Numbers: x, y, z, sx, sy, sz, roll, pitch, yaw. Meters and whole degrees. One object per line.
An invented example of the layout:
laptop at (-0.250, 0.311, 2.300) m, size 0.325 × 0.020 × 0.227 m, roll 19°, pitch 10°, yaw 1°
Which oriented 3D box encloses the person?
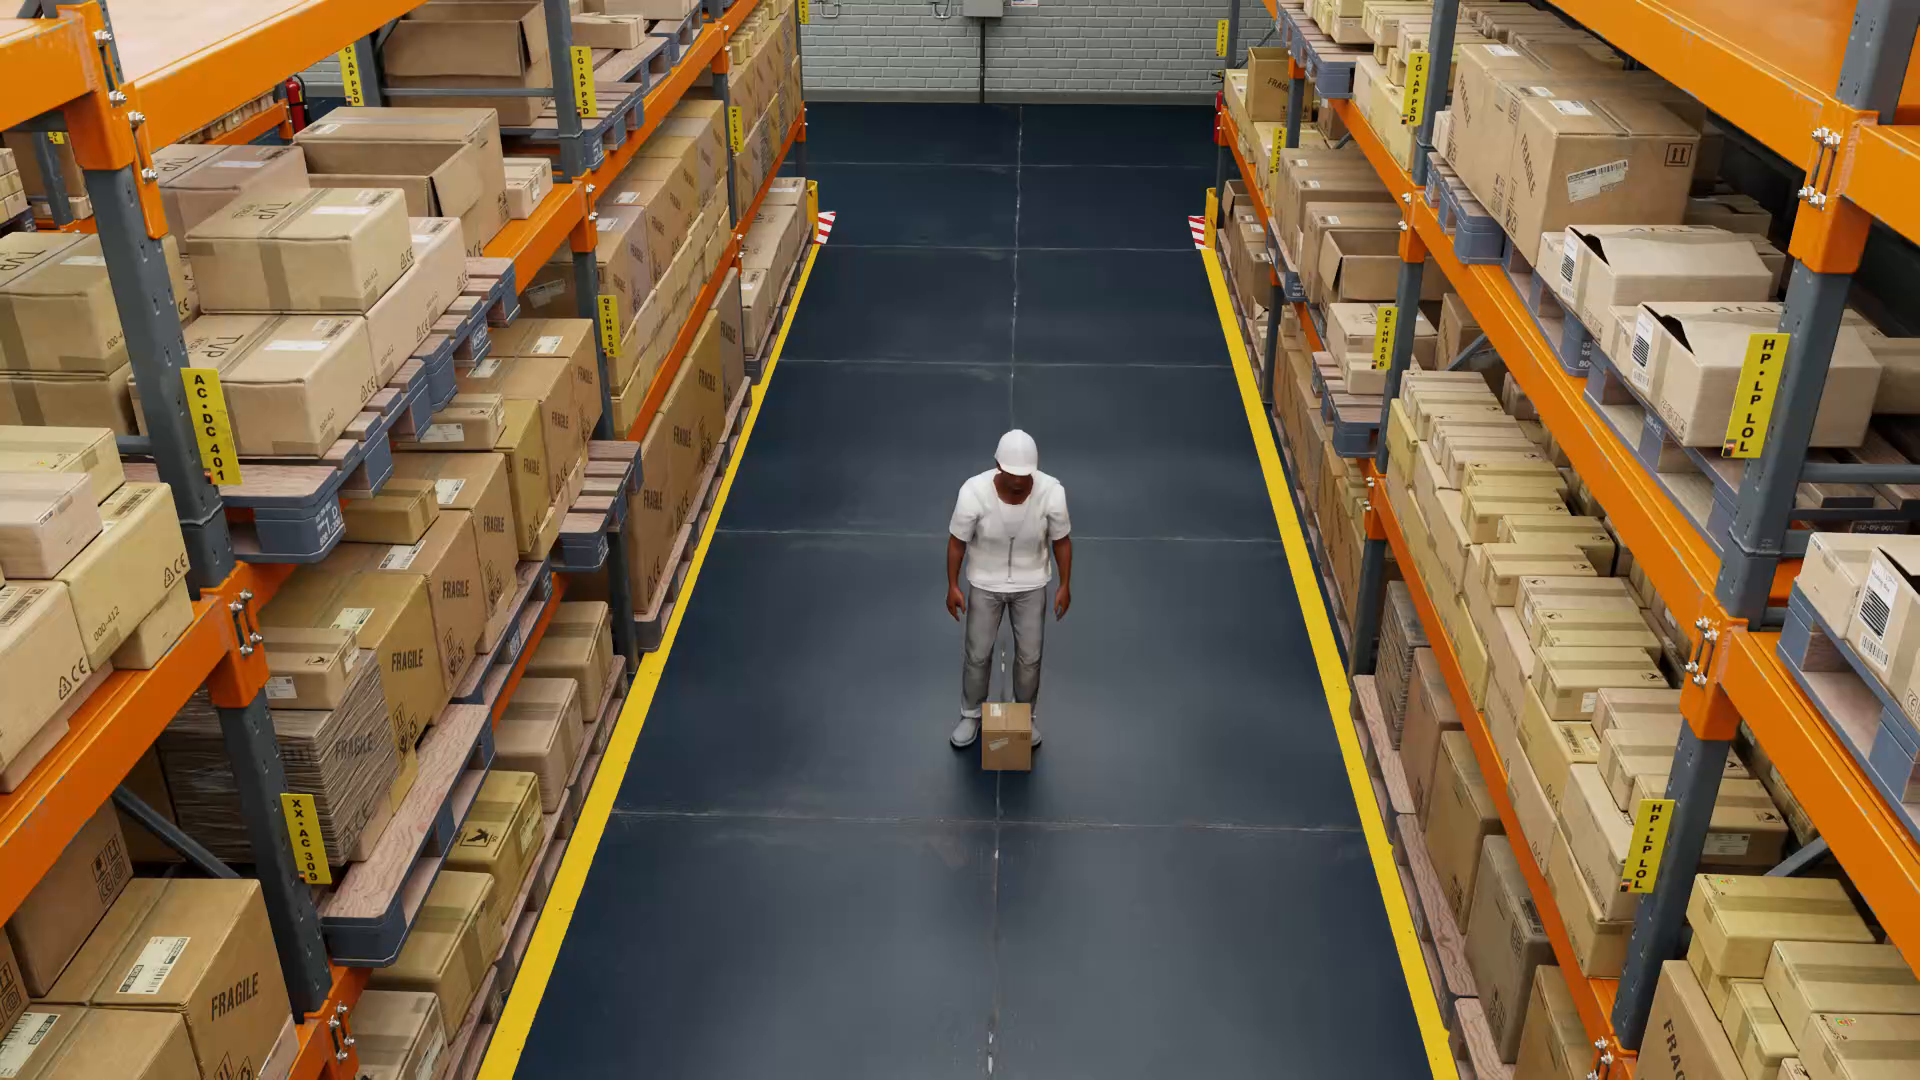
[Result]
person at (0.247, 0.239, 8.386) m, size 0.634 × 1.756 × 0.459 m, roll -1°, pitch 28°, yaw -1°
